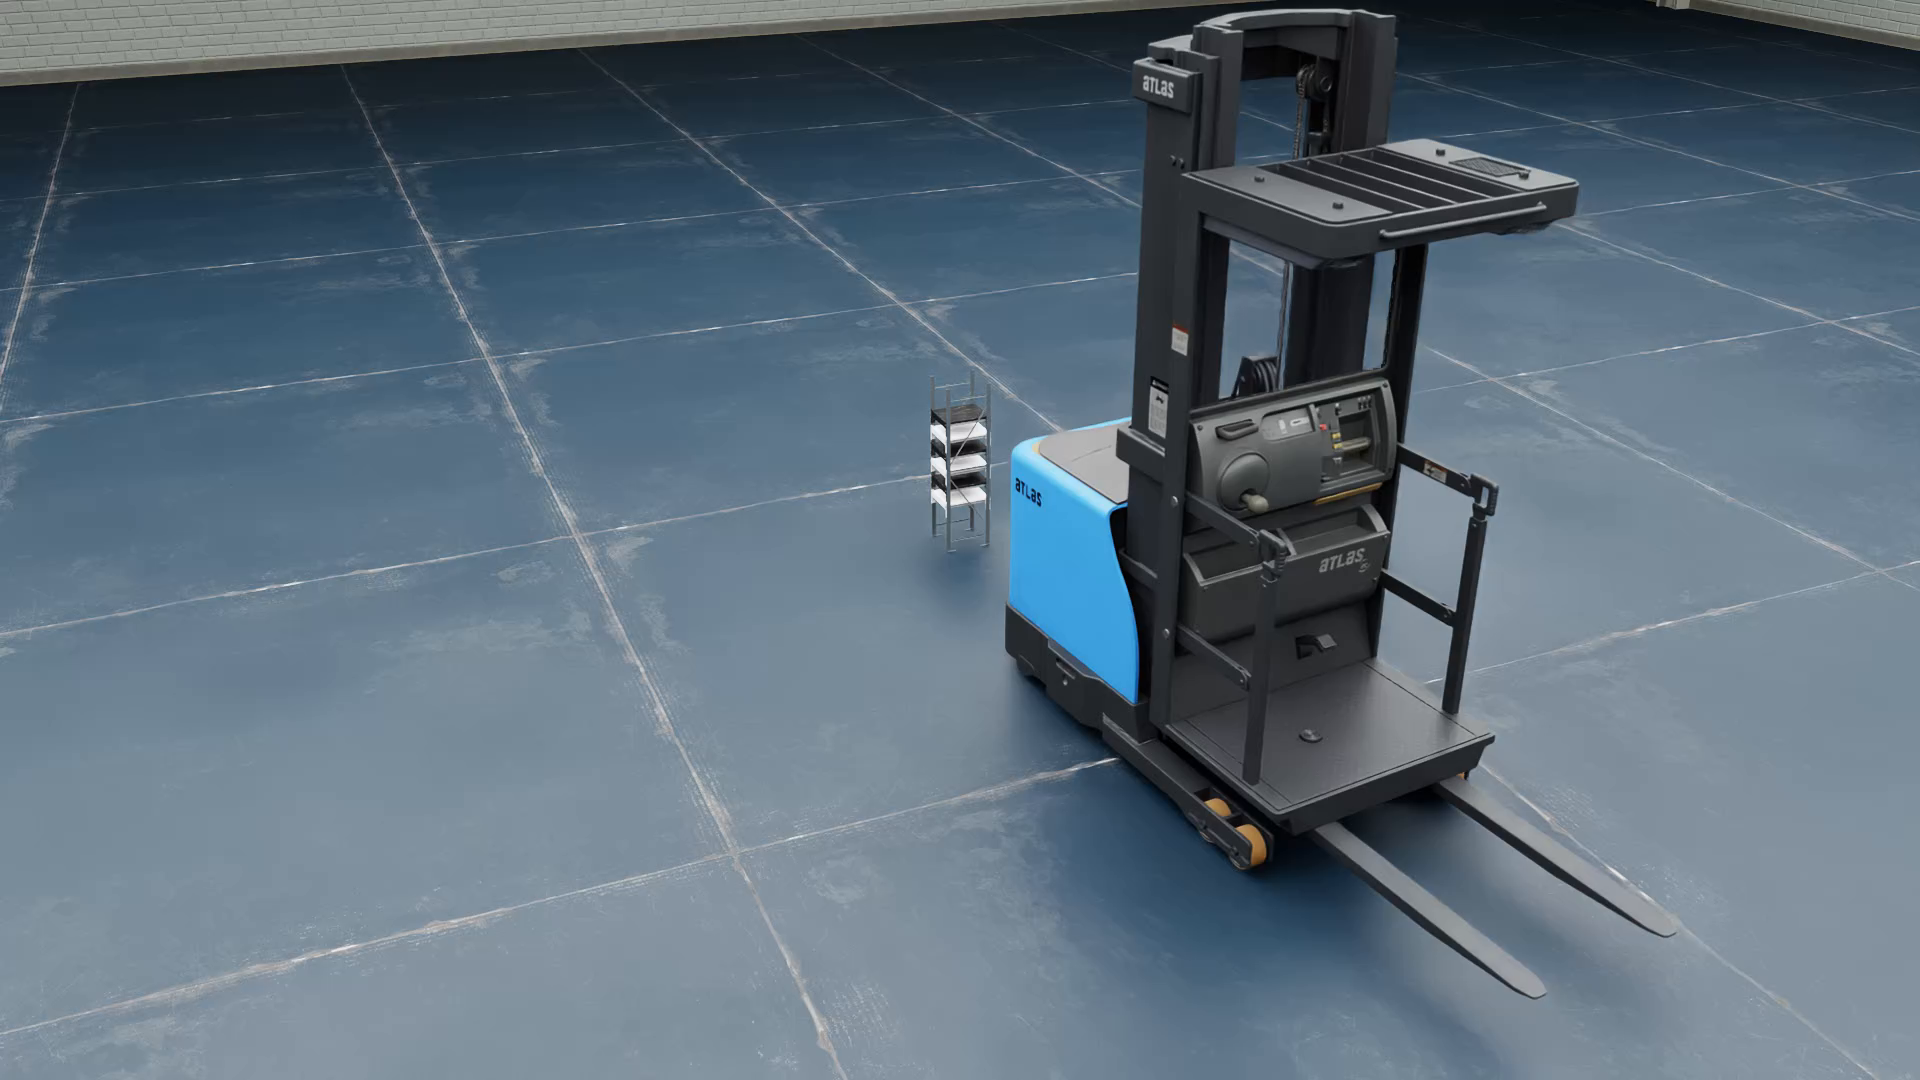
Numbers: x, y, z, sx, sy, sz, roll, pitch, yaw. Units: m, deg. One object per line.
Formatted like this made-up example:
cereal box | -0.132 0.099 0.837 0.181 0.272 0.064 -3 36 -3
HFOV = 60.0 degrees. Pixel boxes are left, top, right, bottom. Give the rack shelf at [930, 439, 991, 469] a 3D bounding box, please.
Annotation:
rack shelf | 0.003 -0.452 8.521 0.258 0.077 0.200 -11 28 -21

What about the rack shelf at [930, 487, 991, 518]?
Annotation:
rack shelf | 0.003 -0.209 8.639 0.258 0.077 0.200 -11 28 -21

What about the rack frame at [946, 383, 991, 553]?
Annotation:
rack frame | 0.043 -0.360 8.462 0.240 0.900 0.006 -11 28 -21

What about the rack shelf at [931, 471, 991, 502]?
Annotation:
rack shelf | 0.003 -0.290 8.600 0.258 0.077 0.200 -11 28 -21

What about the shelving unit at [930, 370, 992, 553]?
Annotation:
shelving unit | 0.003 -0.401 8.546 0.258 0.900 0.210 -11 28 -21

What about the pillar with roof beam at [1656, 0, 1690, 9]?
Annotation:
pillar with roof beam | 6.957 -11.467 21.979 9.100 9.000 0.400 -11 28 -21

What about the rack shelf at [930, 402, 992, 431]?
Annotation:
rack shelf | 0.003 -0.614 8.442 0.258 0.077 0.200 -11 28 -21

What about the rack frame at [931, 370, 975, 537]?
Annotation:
rack frame | -0.037 -0.442 8.630 0.240 0.900 0.006 -11 28 -21

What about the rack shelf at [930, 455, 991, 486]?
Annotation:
rack shelf | 0.003 -0.371 8.560 0.258 0.077 0.200 -11 28 -21

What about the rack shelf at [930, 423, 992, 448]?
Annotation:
rack shelf | 0.003 -0.533 8.481 0.258 0.077 0.200 -11 28 -21

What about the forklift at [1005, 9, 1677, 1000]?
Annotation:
forklift | 1.367 -0.314 6.052 1.130 2.935 3.031 -14 29 -26
